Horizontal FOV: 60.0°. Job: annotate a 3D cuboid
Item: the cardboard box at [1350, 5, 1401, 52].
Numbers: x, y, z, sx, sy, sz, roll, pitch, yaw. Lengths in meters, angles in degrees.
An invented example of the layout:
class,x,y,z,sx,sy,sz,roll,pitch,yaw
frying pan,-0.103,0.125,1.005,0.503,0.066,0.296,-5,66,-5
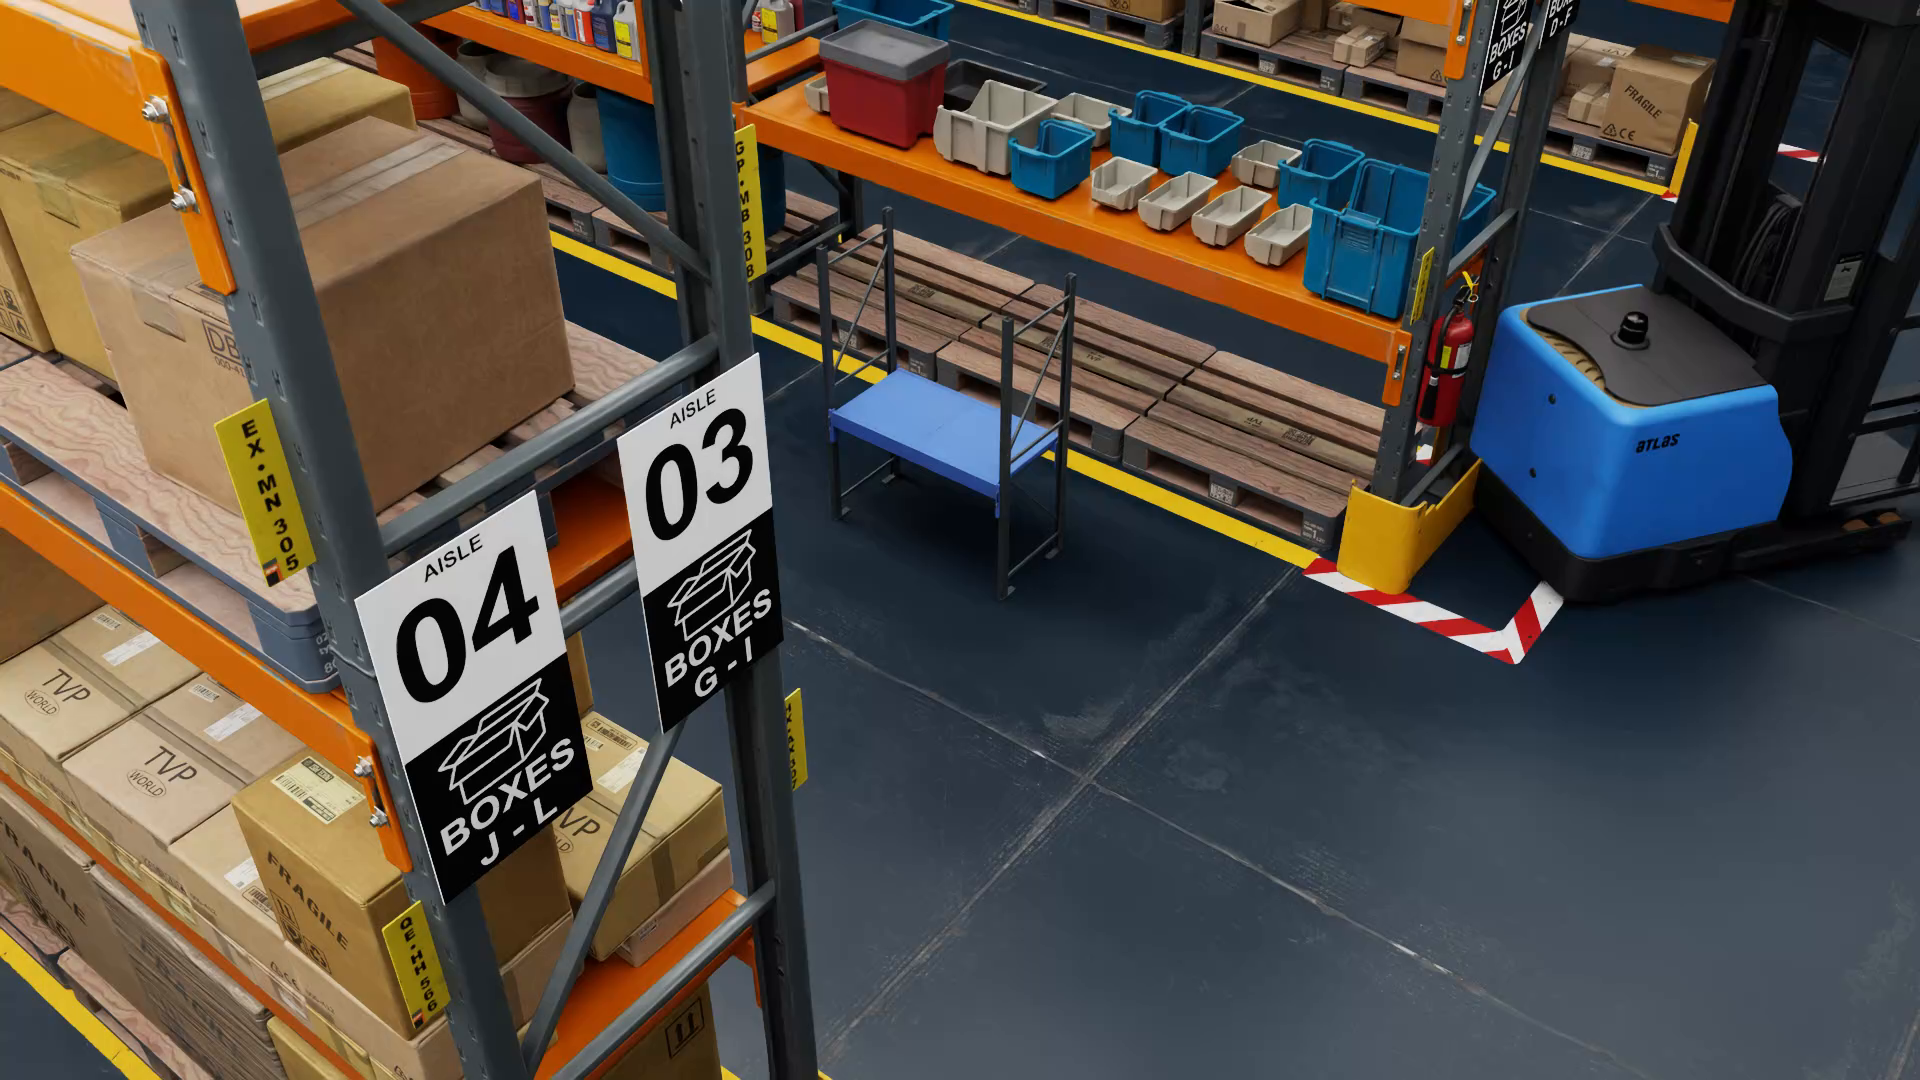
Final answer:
class,x,y,z,sx,sy,sz,roll,pitch,yaw
cardboard box,3.291,-3.942,12.536,0.500,0.311,0.500,25,45,29

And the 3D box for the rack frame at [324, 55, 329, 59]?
class,x,y,z,sx,sy,sz,roll,pitch,yaw
rack frame,-4.119,-4.256,11.114,0.127,3.000,1.000,25,45,29

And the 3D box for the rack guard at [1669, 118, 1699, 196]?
class,x,y,z,sx,sy,sz,roll,pitch,yaw
rack guard,5.187,-2.729,11.190,0.348,0.500,1.175,25,45,29

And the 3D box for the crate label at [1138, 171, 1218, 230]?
class,x,y,z,sx,sy,sz,roll,pitch,yaw
crate label,1.020,-1.605,7.892,0.243,0.136,0.396,25,45,29

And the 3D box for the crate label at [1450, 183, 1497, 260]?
class,x,y,z,sx,sy,sz,roll,pitch,yaw
crate label,2.239,-1.472,7.644,0.303,0.233,0.416,25,45,29

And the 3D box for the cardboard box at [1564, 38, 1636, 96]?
class,x,y,z,sx,sy,sz,roll,pitch,yaw
cardboard box,4.591,-3.305,11.772,0.500,0.250,0.500,25,45,29

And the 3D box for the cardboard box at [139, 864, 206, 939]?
class,x,y,z,sx,sy,sz,roll,pitch,yaw
cardboard box,-2.069,0.910,4.719,0.250,0.149,0.380,24,44,28

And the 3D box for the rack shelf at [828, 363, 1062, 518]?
class,x,y,z,sx,sy,sz,roll,pitch,yaw
rack shelf,-0.068,-0.481,7.800,1.000,0.185,0.538,25,45,29

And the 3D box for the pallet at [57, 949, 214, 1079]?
class,x,y,z,sx,sy,sz,roll,pitch,yaw
pallet,-2.422,1.545,5.967,1.213,0.211,1.003,25,45,29

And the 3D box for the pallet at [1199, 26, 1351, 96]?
class,x,y,z,sx,sy,sz,roll,pitch,yaw
pallet,2.615,-3.827,12.827,1.213,0.211,1.003,25,45,29

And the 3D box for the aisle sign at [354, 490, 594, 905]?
class,x,y,z,sx,sy,sz,roll,pitch,yaw
aisle sign,-0.899,0.315,3.166,0.004,0.787,0.394,25,45,29

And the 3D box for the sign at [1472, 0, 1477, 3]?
class,x,y,z,sx,sy,sz,roll,pitch,yaw
sign,1.914,-2.125,6.043,0.005,0.325,0.100,25,45,29

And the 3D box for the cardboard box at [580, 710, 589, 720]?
class,x,y,z,sx,sy,sz,roll,pitch,yaw
cardboard box,-1.408,0.604,4.787,0.500,0.250,0.500,25,44,28

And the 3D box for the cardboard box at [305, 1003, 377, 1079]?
class,x,y,z,sx,sy,sz,roll,pitch,yaw
cardboard box,-1.464,1.195,4.355,0.250,0.149,0.380,26,45,29

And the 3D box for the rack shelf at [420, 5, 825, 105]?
class,x,y,z,sx,sy,sz,roll,pitch,yaw
rack shelf,-2.531,-3.224,10.379,4.000,0.370,1.077,25,45,29

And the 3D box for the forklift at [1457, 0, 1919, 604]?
class,x,y,z,sx,sy,sz,roll,pitch,yaw
forklift,4.071,-1.387,7.504,3.031,2.935,1.130,-11,39,-14

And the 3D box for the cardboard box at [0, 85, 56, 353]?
class,x,y,z,sx,sy,sz,roll,pitch,yaw
cardboard box,-2.034,-0.868,3.851,0.500,0.500,0.700,22,43,26

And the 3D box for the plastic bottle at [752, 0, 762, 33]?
class,x,y,z,sx,sy,sz,roll,pitch,yaw
plastic bottle,-1.183,-3.111,9.812,0.097,0.201,0.097,0,38,0

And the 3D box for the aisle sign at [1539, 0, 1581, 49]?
class,x,y,z,sx,sy,sz,roll,pitch,yaw
aisle sign,2.473,-2.402,6.637,0.004,0.787,0.394,25,45,29

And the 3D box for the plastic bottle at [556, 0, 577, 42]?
class,x,y,z,sx,sy,sz,roll,pitch,yaw
plastic bottle,-2.249,-3.075,9.706,0.135,0.276,0.152,25,45,29

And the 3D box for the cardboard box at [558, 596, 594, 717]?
class,x,y,z,sx,sy,sz,roll,pitch,yaw
cardboard box,-1.388,0.312,4.550,0.500,0.500,0.500,24,44,28

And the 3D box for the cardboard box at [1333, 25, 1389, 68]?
class,x,y,z,sx,sy,sz,roll,pitch,yaw
cardboard box,2.965,-3.658,12.291,0.250,0.166,0.380,25,45,29

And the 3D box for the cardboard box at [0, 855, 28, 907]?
class,x,y,z,sx,sy,sz,roll,pitch,yaw
cardboard box,-3.476,0.625,6.263,0.875,0.875,0.875,25,45,29

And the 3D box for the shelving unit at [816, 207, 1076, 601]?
class,x,y,z,sx,sy,sz,roll,pitch,yaw
shelving unit,-0.068,-0.622,7.689,1.048,1.500,0.538,25,45,29

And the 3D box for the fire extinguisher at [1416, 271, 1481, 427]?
class,x,y,z,sx,sy,sz,roll,pitch,yaw
fire extinguisher,2.079,-0.804,7.070,0.183,0.674,0.296,25,45,29

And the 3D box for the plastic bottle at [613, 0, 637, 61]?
class,x,y,z,sx,sy,sz,roll,pitch,yaw
plastic bottle,-1.871,-2.923,9.451,0.185,0.351,0.144,25,45,29

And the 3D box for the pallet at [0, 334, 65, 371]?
class,x,y,z,sx,sy,sz,roll,pitch,yaw
pallet,-2.343,-0.710,4.224,1.213,0.211,1.003,25,45,29

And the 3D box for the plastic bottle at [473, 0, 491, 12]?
class,x,y,z,sx,sy,sz,roll,pitch,yaw
plastic bottle,-2.871,-3.368,10.080,0.135,0.276,0.152,25,45,29

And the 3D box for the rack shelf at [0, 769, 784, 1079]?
class,x,y,z,sx,sy,sz,roll,pitch,yaw
rack shelf,-2.363,0.699,5.368,4.000,0.370,1.077,25,45,29

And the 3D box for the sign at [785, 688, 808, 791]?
class,x,y,z,sx,sy,sz,roll,pitch,yaw
sign,-0.432,0.523,4.242,0.005,0.325,0.100,25,45,29

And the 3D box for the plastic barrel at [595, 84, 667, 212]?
class,x,y,z,sx,sy,sz,roll,pitch,yaw
plastic barrel,-1.926,-2.575,10.328,0.708,0.901,0.600,25,45,29

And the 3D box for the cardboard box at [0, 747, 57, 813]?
class,x,y,z,sx,sy,sz,roll,pitch,yaw
cardboard box,-2.679,0.623,5.086,0.250,0.149,0.380,24,44,27

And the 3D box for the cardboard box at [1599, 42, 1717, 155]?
class,x,y,z,sx,sy,sz,roll,pitch,yaw
cardboard box,4.666,-2.956,11.124,0.500,0.500,0.500,25,45,29

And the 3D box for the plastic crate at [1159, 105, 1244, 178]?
class,x,y,z,sx,sy,sz,roll,pitch,yaw
plastic crate,1.193,-1.965,8.274,0.300,0.233,0.416,25,45,29

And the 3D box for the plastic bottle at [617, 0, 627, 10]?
class,x,y,z,sx,sy,sz,roll,pitch,yaw
plastic bottle,-1.930,-3.063,9.629,0.185,0.351,0.144,25,45,29

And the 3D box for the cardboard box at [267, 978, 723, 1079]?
class,x,y,z,sx,sy,sz,roll,pitch,yaw
cardboard box,-1.331,1.636,4.971,0.875,0.875,0.875,25,45,29

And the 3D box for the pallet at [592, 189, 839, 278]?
class,x,y,z,sx,sy,sz,roll,pitch,yaw
pallet,-1.530,-1.970,10.455,1.213,0.211,1.003,25,45,29

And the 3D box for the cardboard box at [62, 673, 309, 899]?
class,x,y,z,sx,sy,sz,roll,pitch,yaw
cardboard box,-2.127,0.675,4.696,0.500,0.250,0.500,24,44,27

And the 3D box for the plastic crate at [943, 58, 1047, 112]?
class,x,y,z,sx,sy,sz,roll,pitch,yaw
plastic crate,0.110,-2.386,8.899,0.590,0.125,0.437,25,45,29

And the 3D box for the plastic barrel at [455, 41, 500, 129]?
class,x,y,z,sx,sy,sz,roll,pitch,yaw
plastic barrel,-3.218,-3.100,11.314,0.421,0.512,0.421,0,38,0

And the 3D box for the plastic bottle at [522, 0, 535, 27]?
class,x,y,z,sx,sy,sz,roll,pitch,yaw
plastic bottle,-2.542,-3.162,9.878,0.097,0.201,0.097,0,38,0

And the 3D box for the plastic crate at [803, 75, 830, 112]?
class,x,y,z,sx,sy,sz,roll,pitch,yaw
plastic crate,-0.659,-2.434,8.951,0.243,0.136,0.396,25,45,29

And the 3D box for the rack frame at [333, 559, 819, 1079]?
class,x,y,z,sx,sy,sz,roll,pitch,yaw
rack frame,-0.774,1.165,4.189,0.127,3.000,1.000,25,45,29

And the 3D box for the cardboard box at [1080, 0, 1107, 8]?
class,x,y,z,sx,sy,sz,roll,pitch,yaw
cardboard box,1.116,-4.605,13.230,0.500,0.500,0.500,25,45,29

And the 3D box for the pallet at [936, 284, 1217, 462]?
class,x,y,z,sx,sy,sz,roll,pitch,yaw
pallet,0.639,-0.947,9.149,1.213,0.211,1.003,25,45,29
